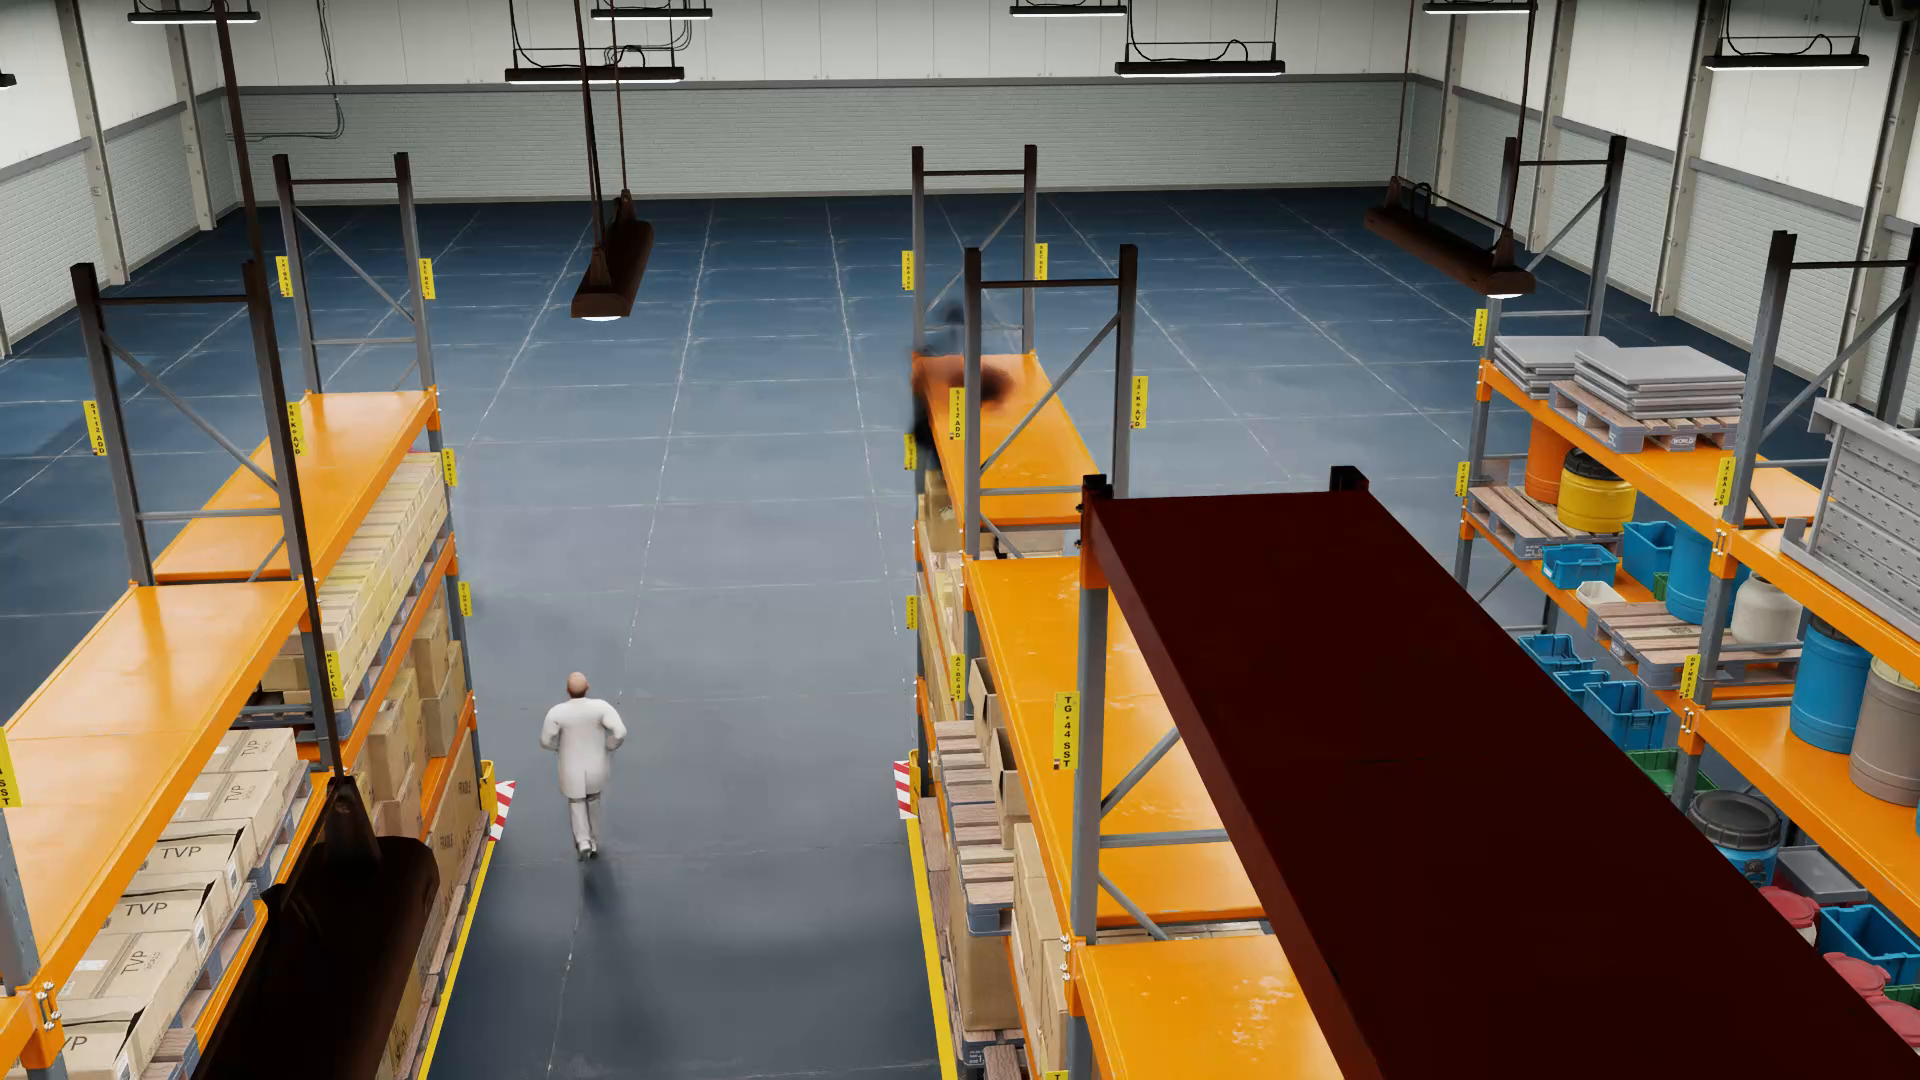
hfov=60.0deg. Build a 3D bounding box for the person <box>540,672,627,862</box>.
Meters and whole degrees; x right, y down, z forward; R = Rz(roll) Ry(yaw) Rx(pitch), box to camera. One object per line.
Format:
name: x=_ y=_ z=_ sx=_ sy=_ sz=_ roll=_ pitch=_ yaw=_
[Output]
person: x=-3.211 y=1.965 z=14.284 sx=0.721 sy=1.765 sz=0.804 roll=-6 pitch=22 yaw=-16
